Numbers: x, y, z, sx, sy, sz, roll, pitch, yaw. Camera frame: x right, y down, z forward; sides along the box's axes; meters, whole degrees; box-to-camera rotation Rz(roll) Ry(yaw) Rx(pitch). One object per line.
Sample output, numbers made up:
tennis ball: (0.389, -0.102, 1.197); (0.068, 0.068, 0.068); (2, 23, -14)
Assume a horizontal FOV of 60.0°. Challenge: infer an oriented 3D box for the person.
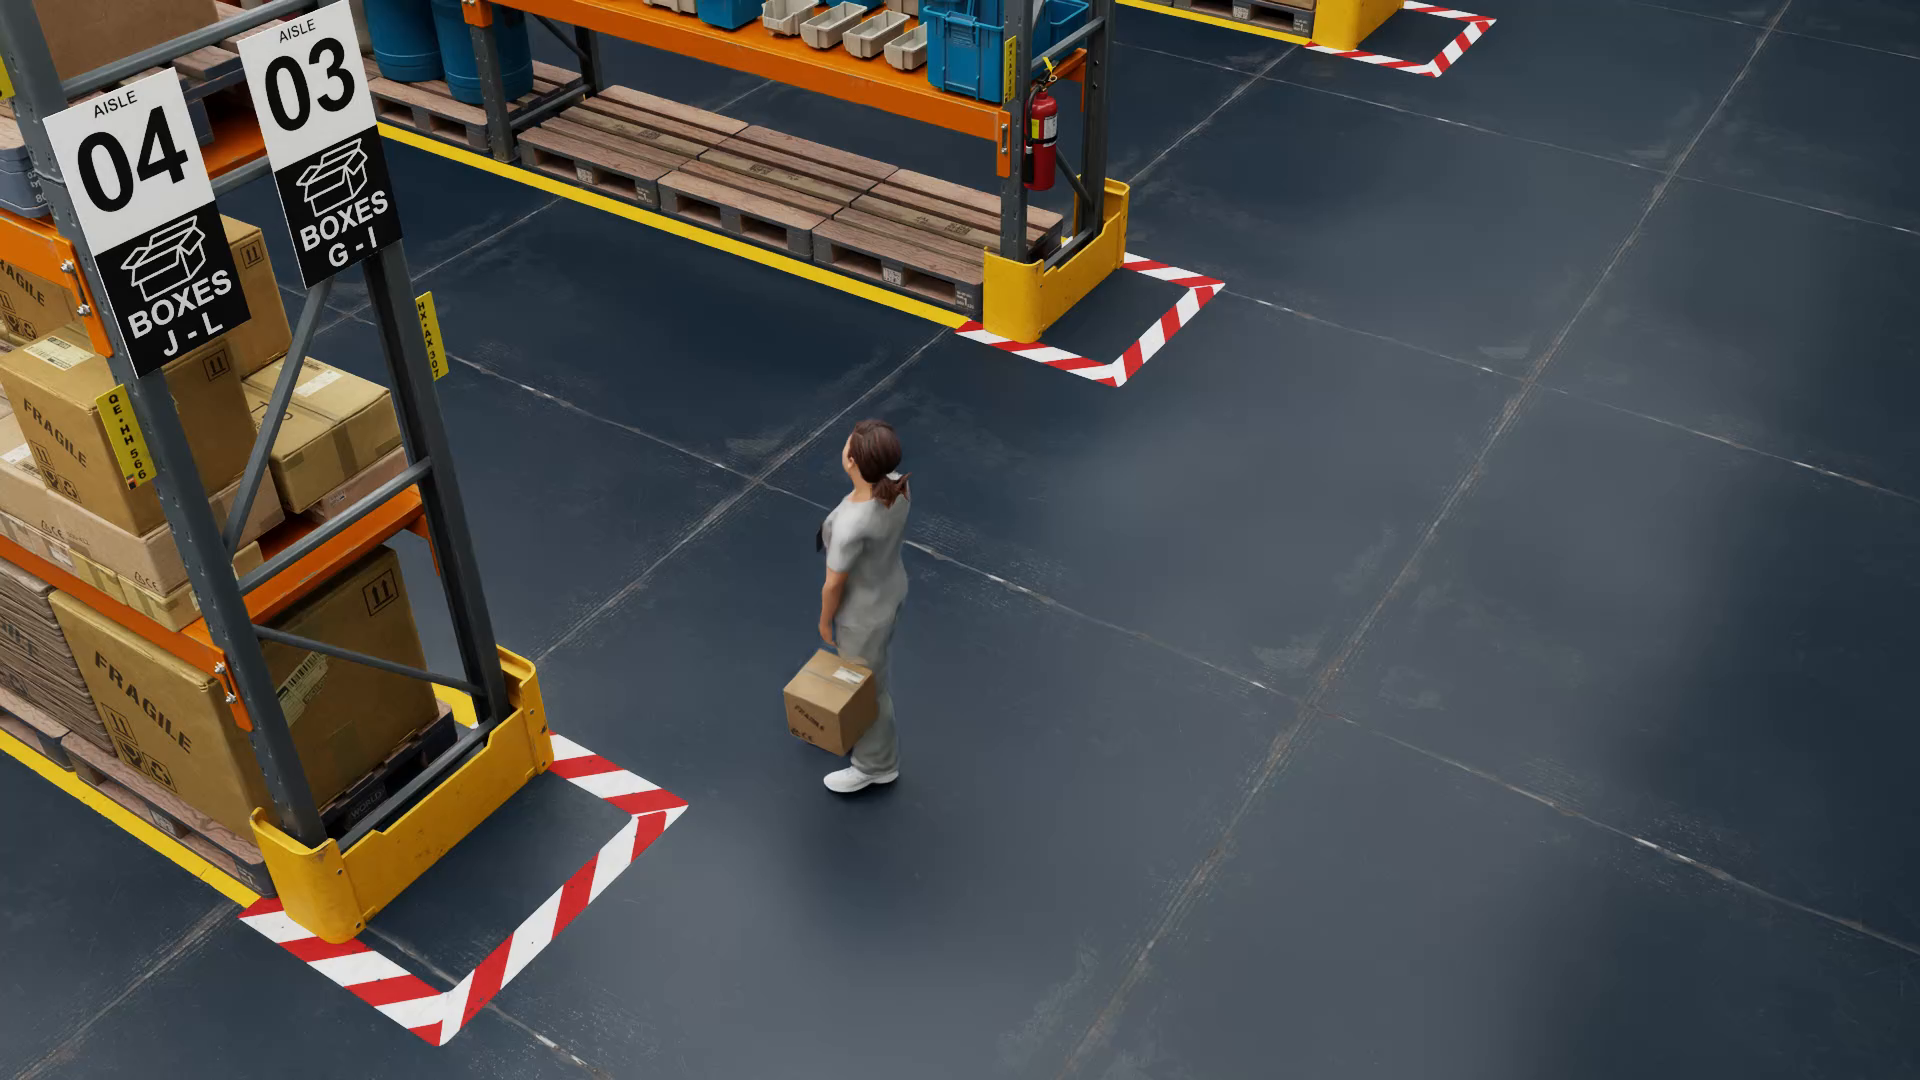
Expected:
person: (-0.431, 0.245, 6.349); (0.537, 1.671, 0.463); (14, 41, 17)
